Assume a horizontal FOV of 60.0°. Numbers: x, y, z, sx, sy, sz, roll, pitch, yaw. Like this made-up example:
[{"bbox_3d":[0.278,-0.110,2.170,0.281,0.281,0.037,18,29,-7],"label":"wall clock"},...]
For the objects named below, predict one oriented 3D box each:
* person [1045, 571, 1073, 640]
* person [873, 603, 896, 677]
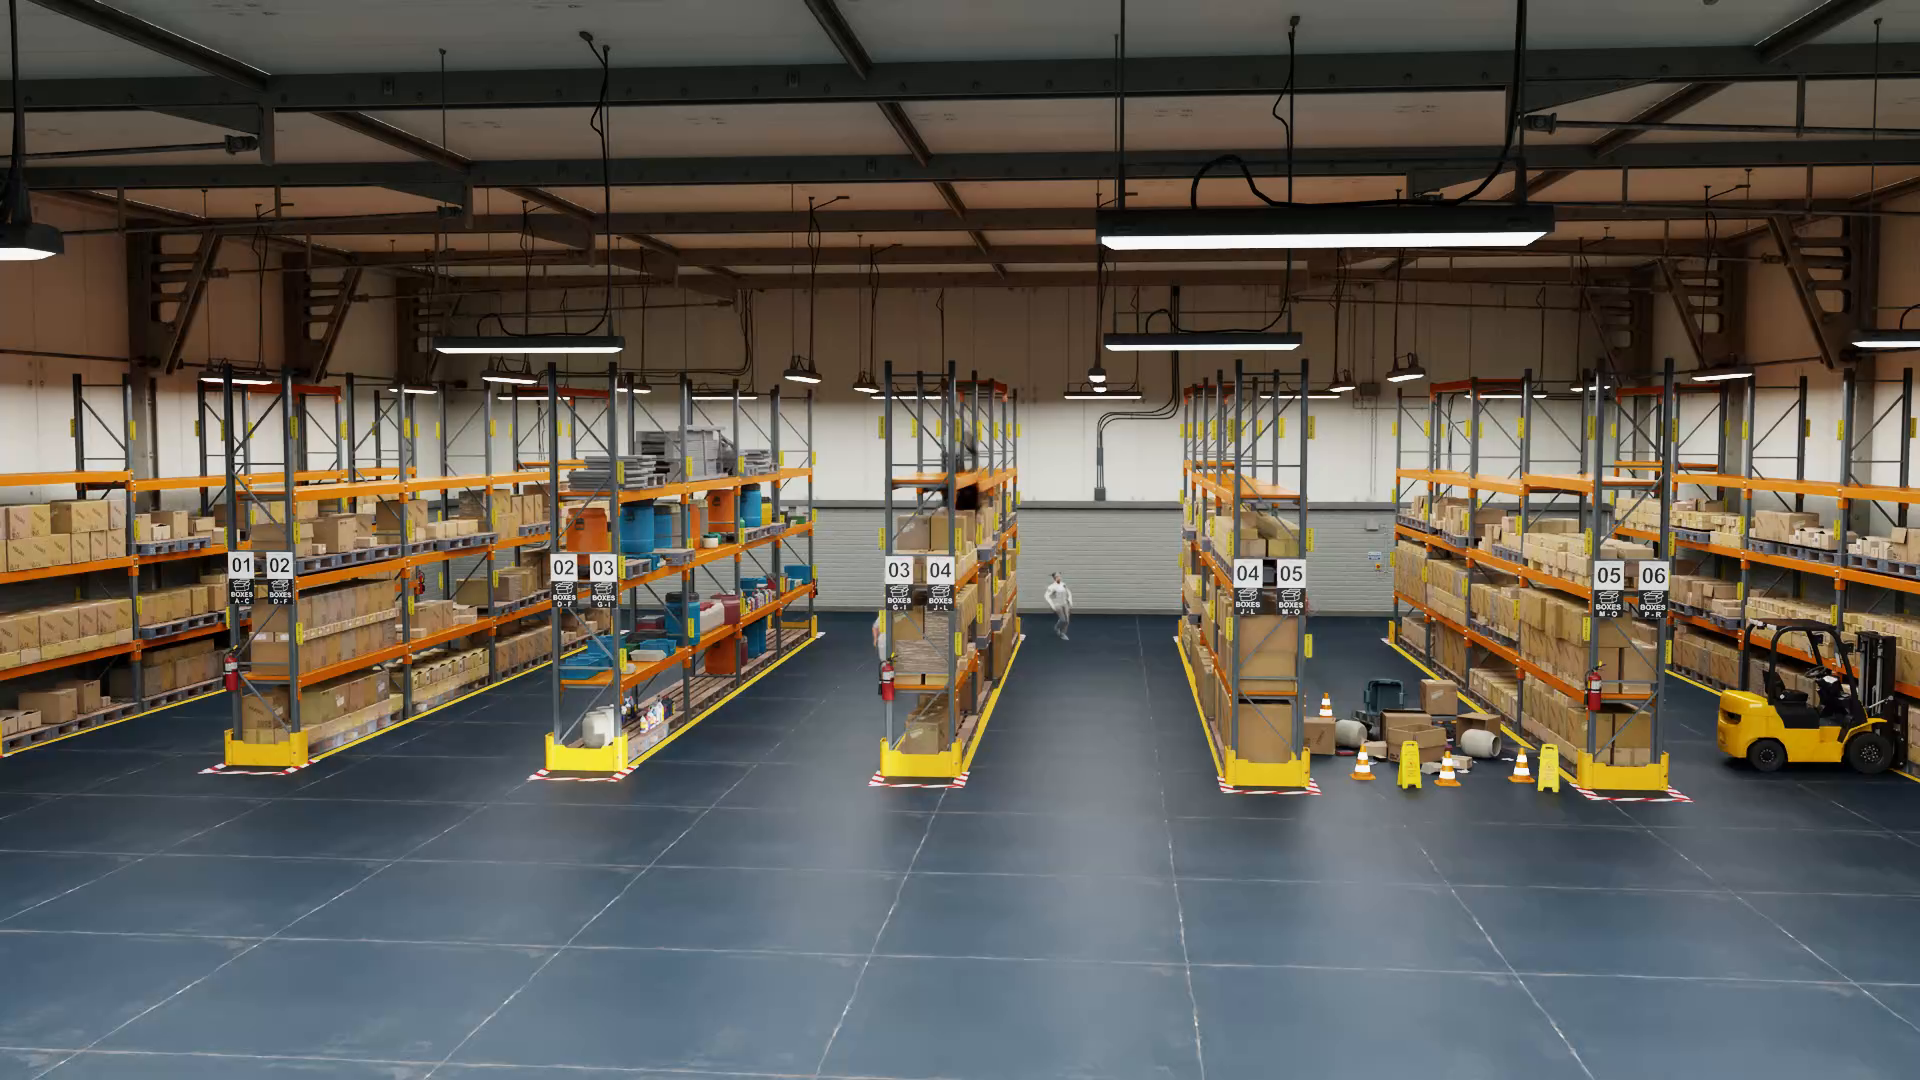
[{"bbox_3d":[2.389,1.572,39.827,0.681,1.650,0.493,-2,4,-27],"label":"person"},{"bbox_3d":[-1.322,2.027,31.426,0.662,1.768,0.989,0,4,-2],"label":"person"}]
